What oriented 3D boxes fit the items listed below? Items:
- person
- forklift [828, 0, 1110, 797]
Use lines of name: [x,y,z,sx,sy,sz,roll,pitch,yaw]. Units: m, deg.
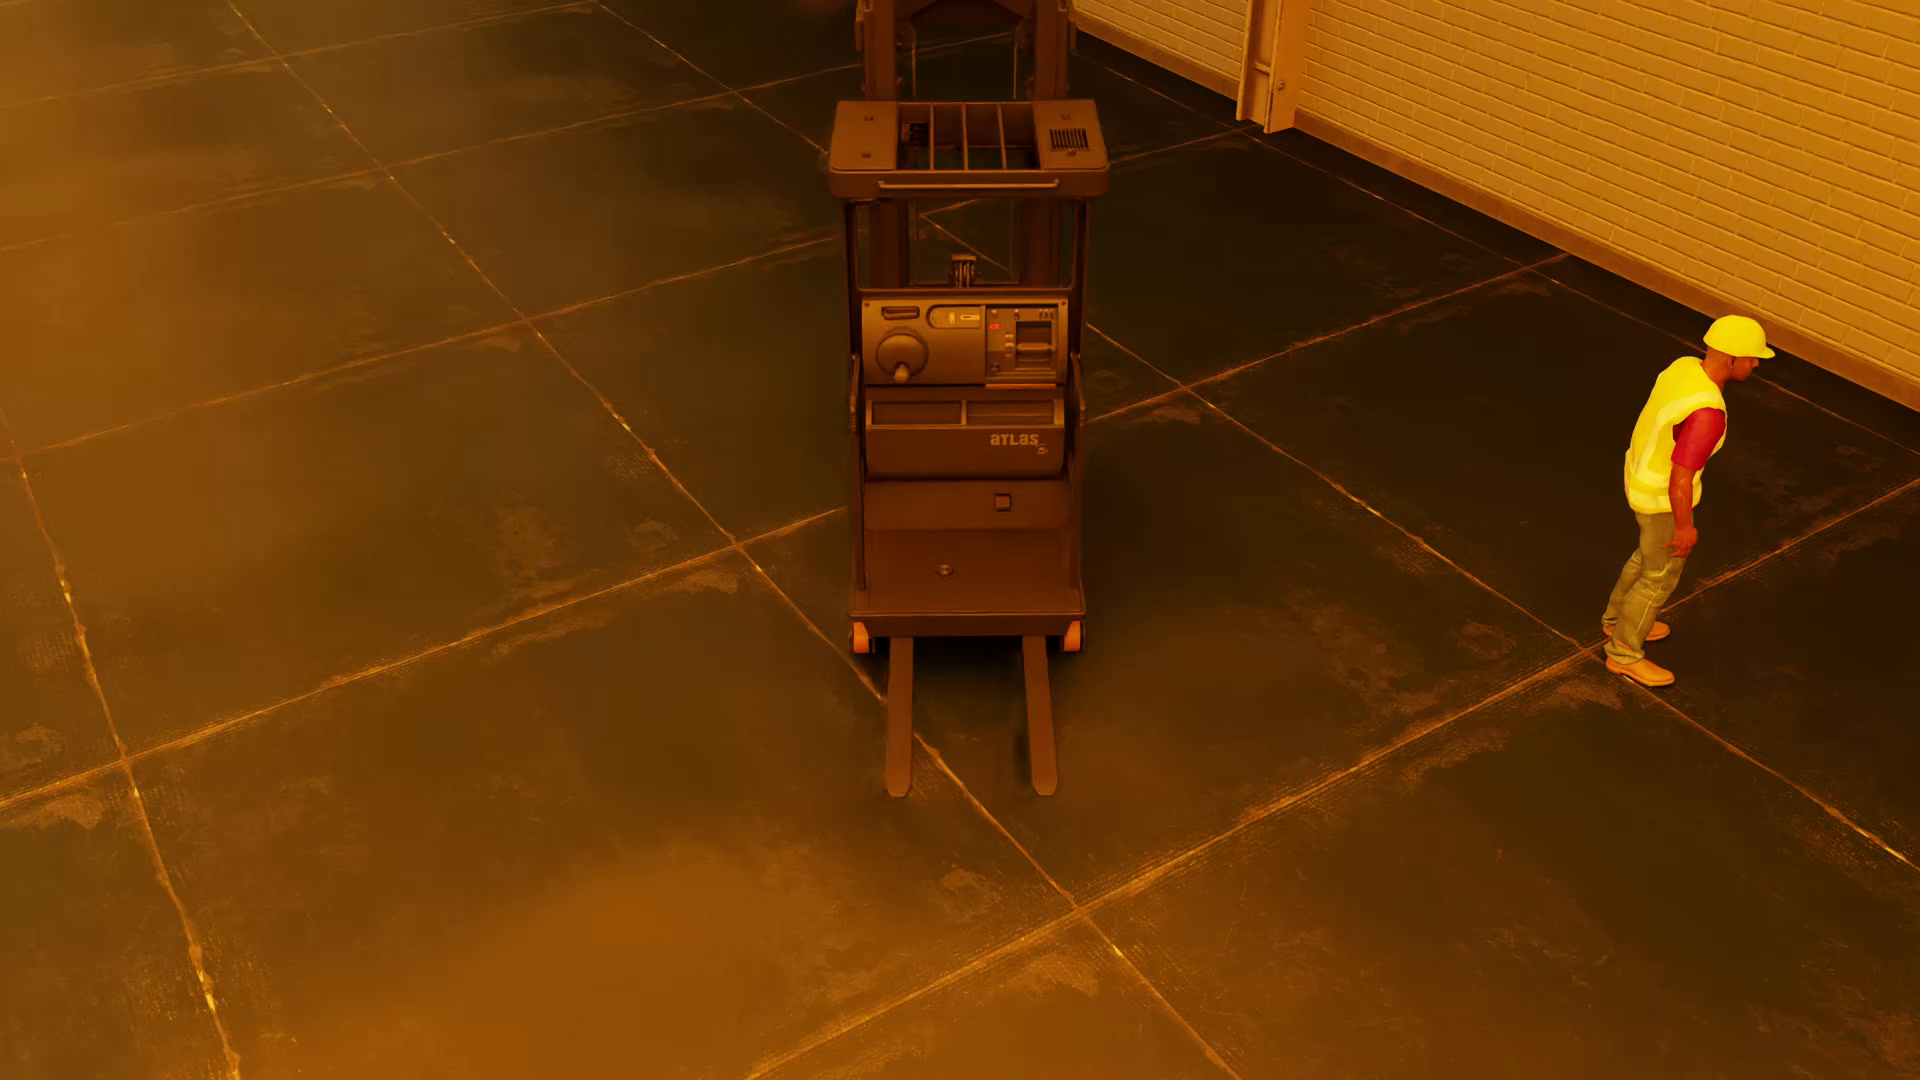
person: [3.208,-0.205,7.462,0.461,1.759,0.630,8,36,11]
forklift: [0.029,-0.839,7.342,1.130,2.935,3.031,0,35,-1]
